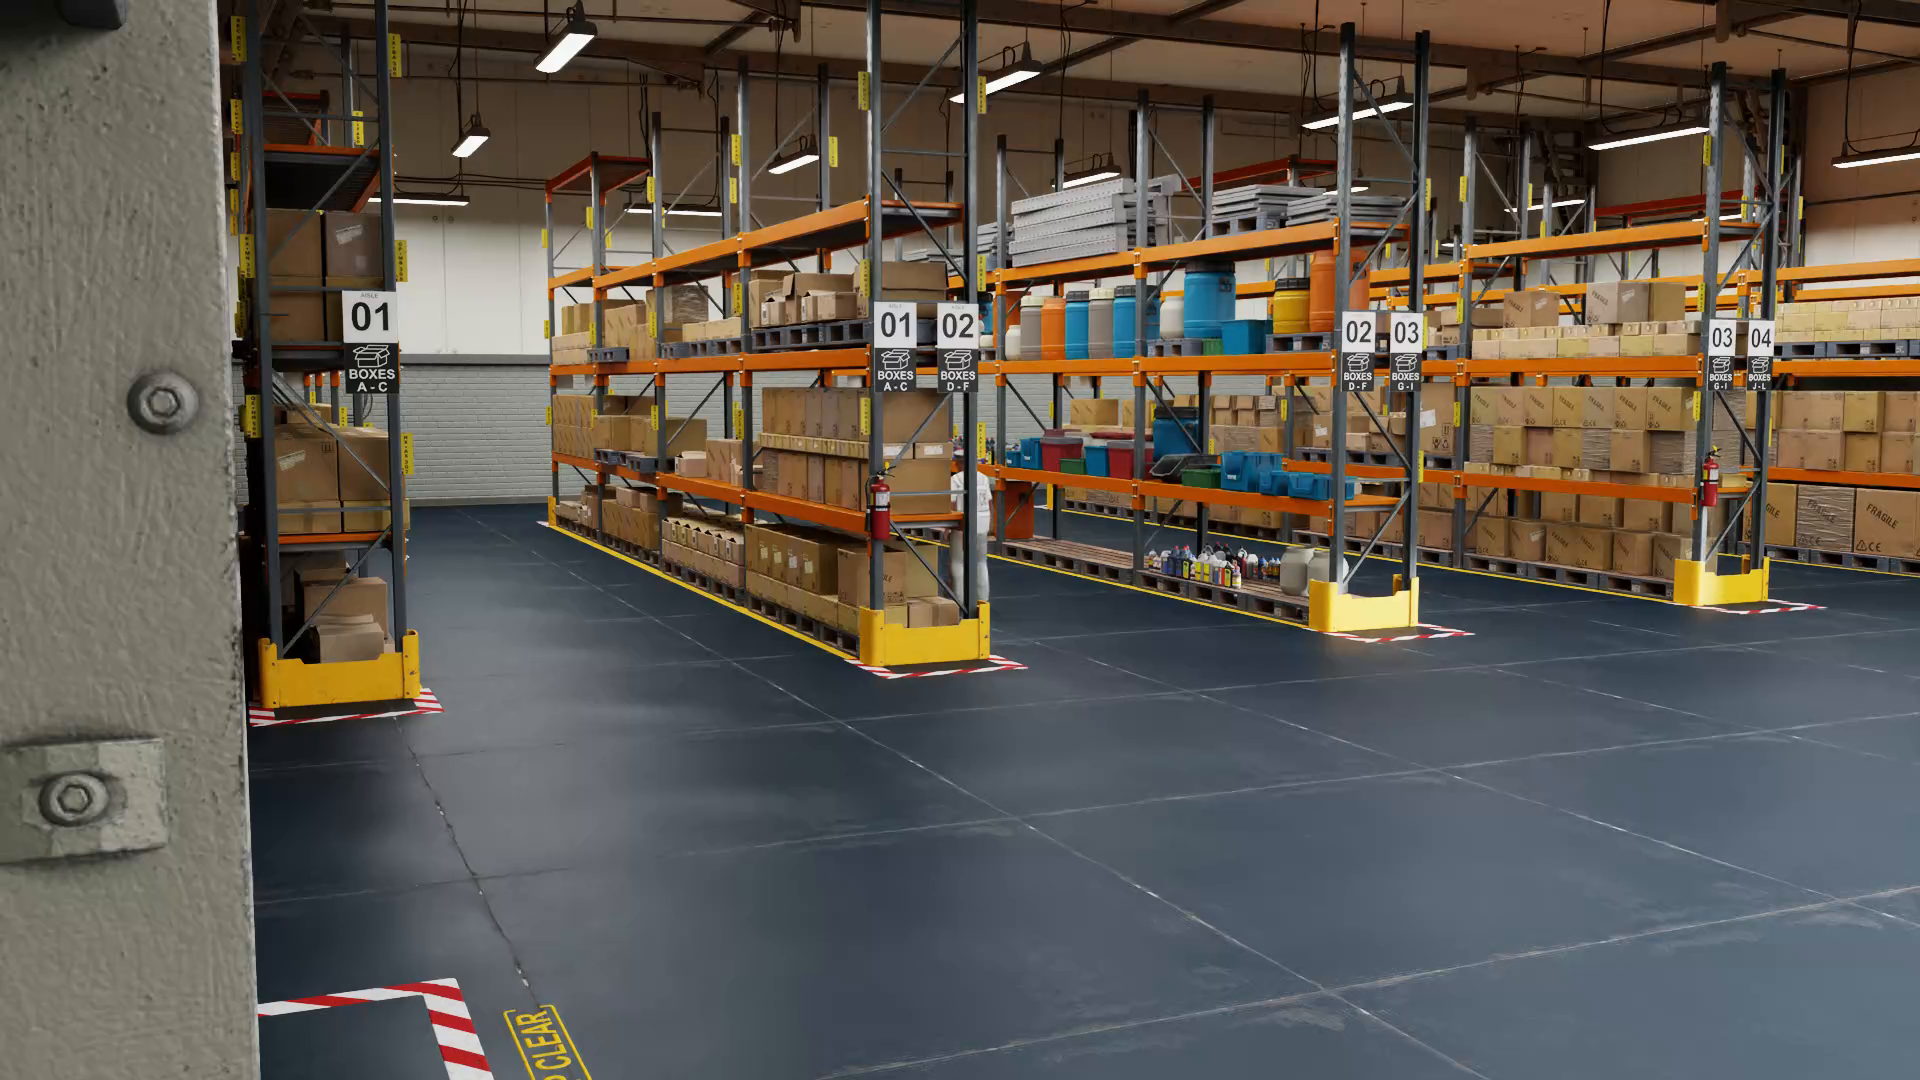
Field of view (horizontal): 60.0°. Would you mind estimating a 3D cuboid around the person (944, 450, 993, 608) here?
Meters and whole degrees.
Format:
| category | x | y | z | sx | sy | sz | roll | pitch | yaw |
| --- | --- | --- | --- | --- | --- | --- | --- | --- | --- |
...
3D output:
| category | x | y | z | sx | sy | sz | roll | pitch | yaw |
| --- | --- | --- | --- | --- | --- | --- | --- | --- | --- |
| person | 0.094 | -0.117 | 18.456 | 0.574 | 1.749 | 0.443 | -3 | 6 | -26 |
